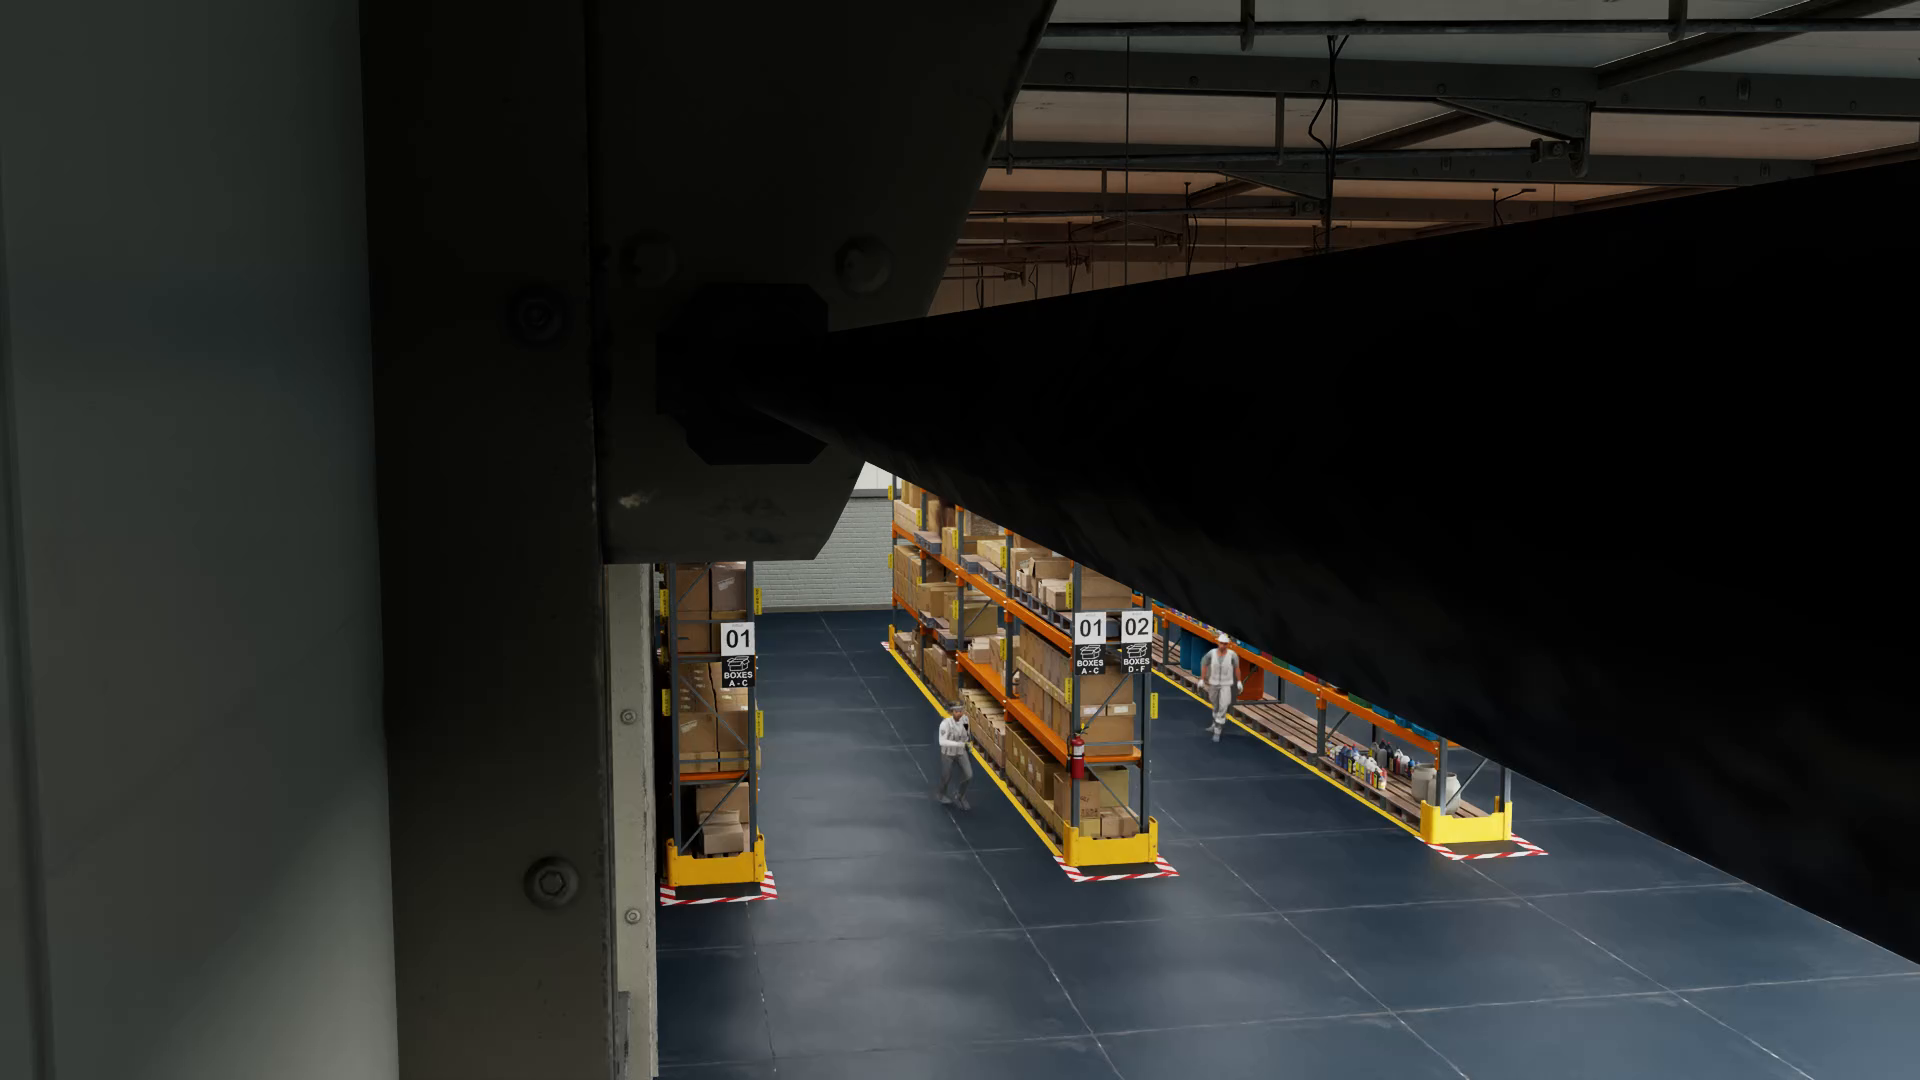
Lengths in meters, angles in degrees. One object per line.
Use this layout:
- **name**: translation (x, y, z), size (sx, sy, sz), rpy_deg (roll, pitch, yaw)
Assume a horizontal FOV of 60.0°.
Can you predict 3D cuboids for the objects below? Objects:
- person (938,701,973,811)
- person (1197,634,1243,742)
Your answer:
- **person**: translation (-0.067, 3.008, 23.364), size (0.600, 1.614, 0.919), rpy_deg (-2, 7, -22)
- **person**: translation (4.334, 2.420, 27.731), size (0.745, 1.757, 0.885), rpy_deg (2, 6, 17)
